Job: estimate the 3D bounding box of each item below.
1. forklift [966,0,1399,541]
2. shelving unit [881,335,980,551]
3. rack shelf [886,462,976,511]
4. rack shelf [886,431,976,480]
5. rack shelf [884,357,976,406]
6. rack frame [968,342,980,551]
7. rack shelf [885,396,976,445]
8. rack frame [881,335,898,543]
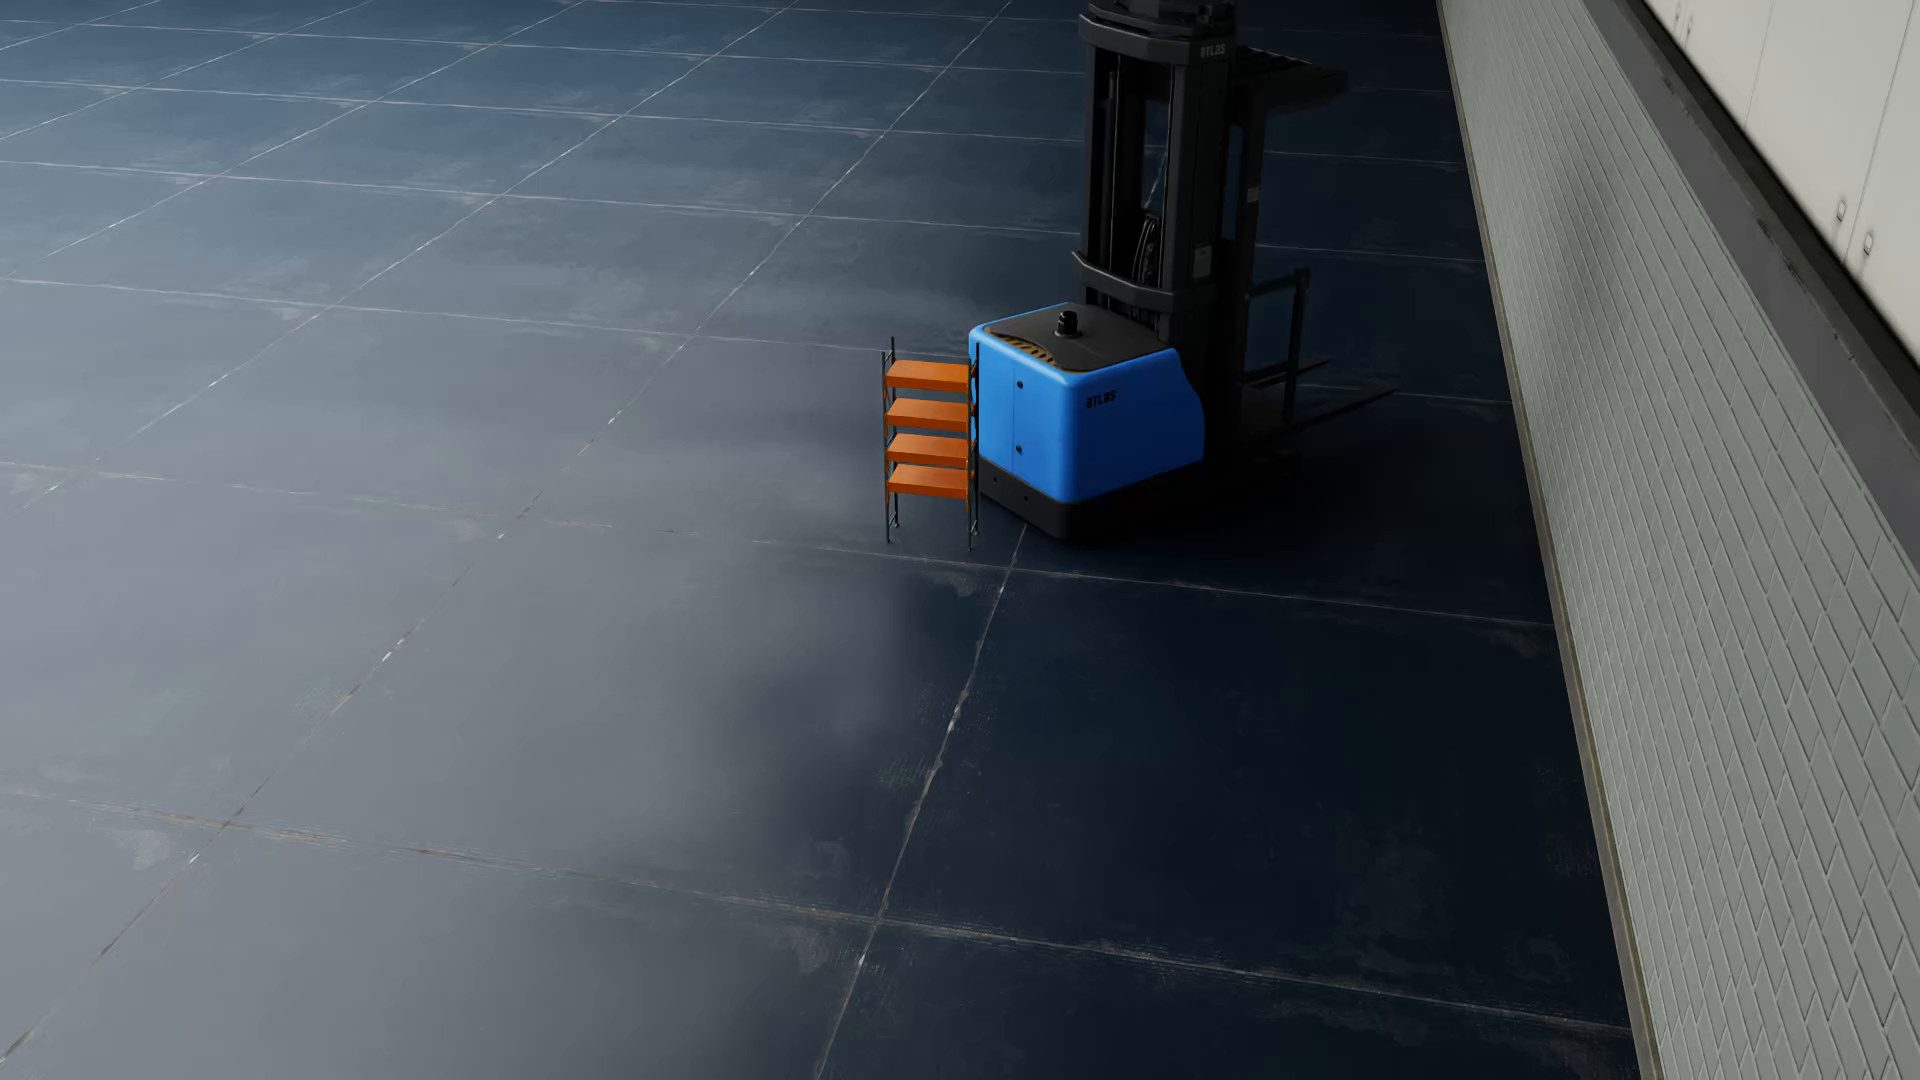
[{"bbox_3d":[1.530,-1.824,10.030,3.031,2.935,1.130,-19,34,-31],"label":"forklift"},{"bbox_3d":[-0.162,-0.543,9.492,0.503,1.200,0.258,6,29,11],"label":"shelving unit"},{"bbox_3d":[-0.162,-0.310,9.620,0.480,0.148,0.258,6,29,11],"label":"rack shelf"},{"bbox_3d":[-0.162,-0.484,9.525,0.480,0.148,0.258,6,29,11],"label":"rack shelf"},{"bbox_3d":[-0.162,-0.888,9.303,0.480,0.148,0.258,6,29,11],"label":"rack shelf"},{"bbox_3d":[0.077,-0.518,9.447,0.015,1.200,0.240,6,29,11],"label":"rack frame"},{"bbox_3d":[-0.162,-0.680,9.417,0.480,0.148,0.258,6,29,11],"label":"rack shelf"},{"bbox_3d":[-0.400,-0.567,9.537,0.015,1.200,0.240,6,29,11],"label":"rack frame"}]
